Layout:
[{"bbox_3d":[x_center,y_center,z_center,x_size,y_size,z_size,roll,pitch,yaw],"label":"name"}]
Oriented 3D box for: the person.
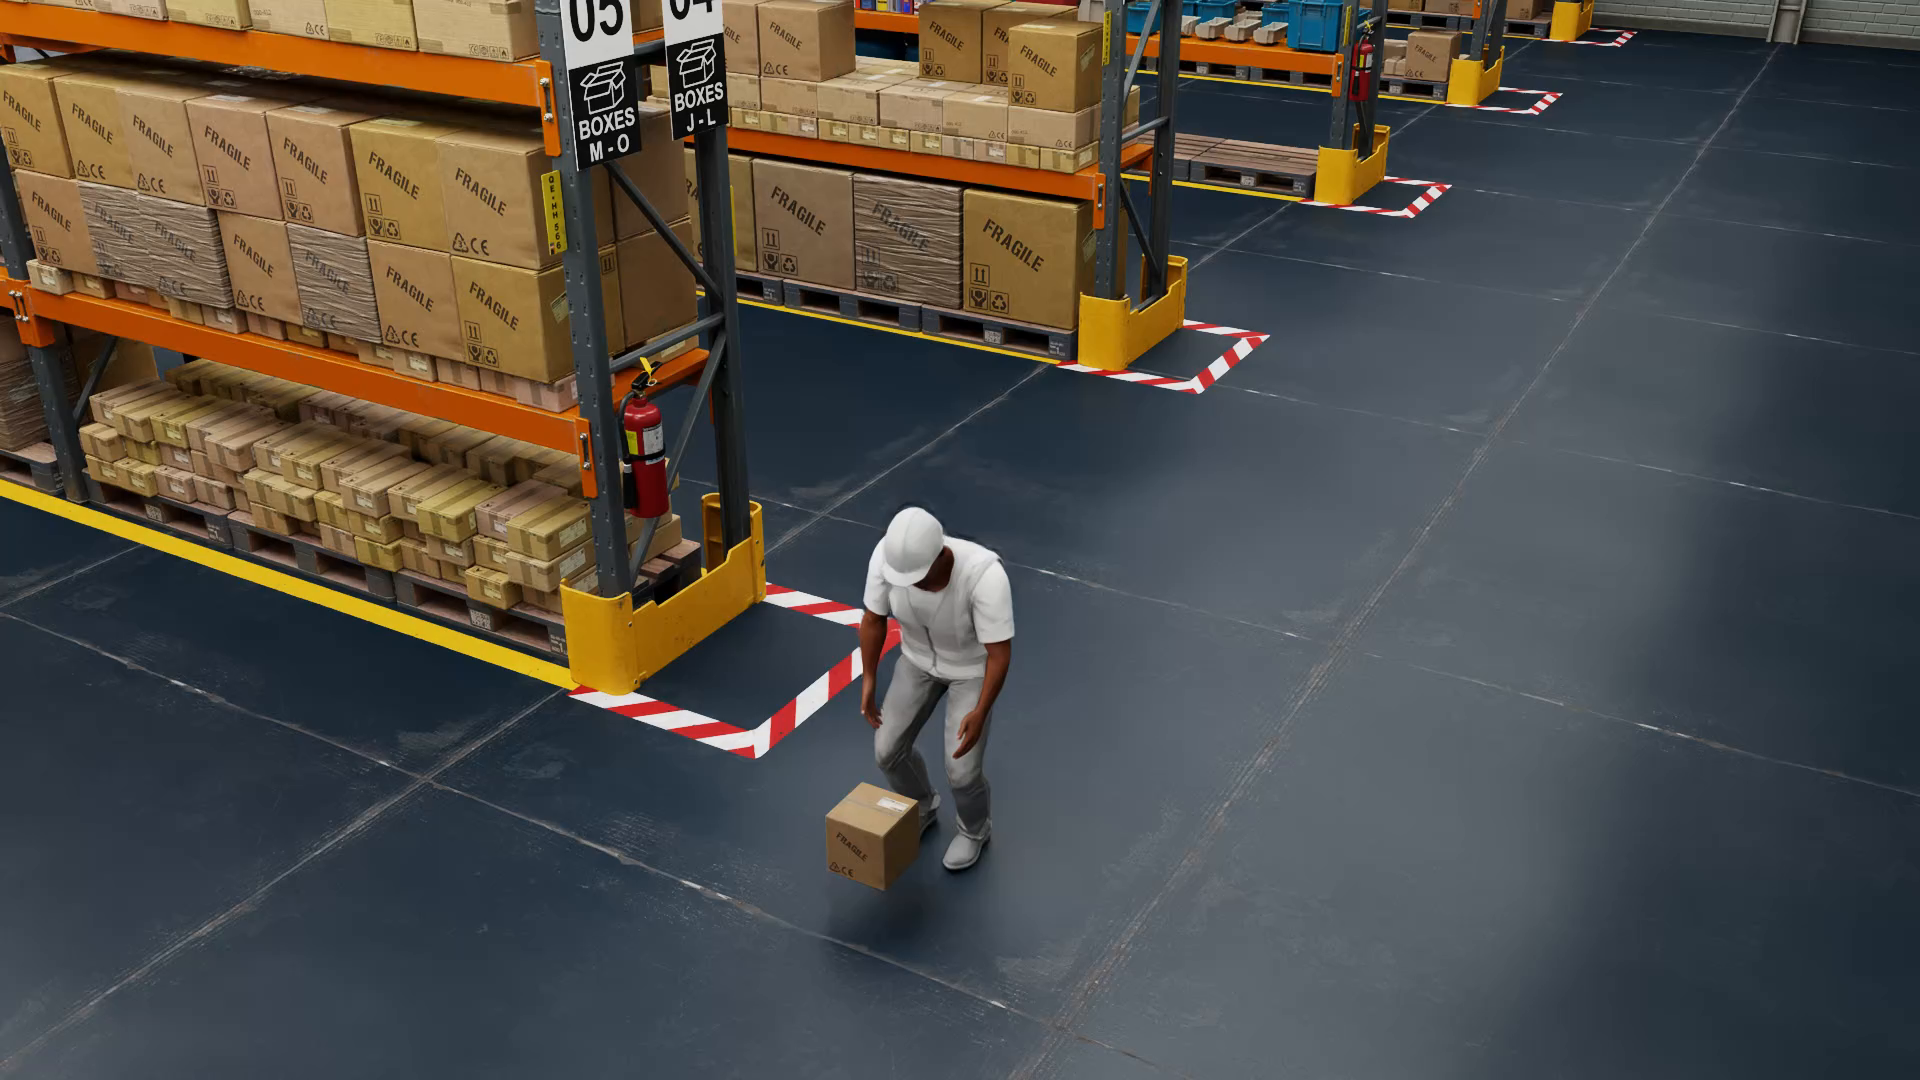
[{"bbox_3d":[-0.069,0.524,6.257,0.622,1.568,0.644,14,30,27],"label":"person"}]
